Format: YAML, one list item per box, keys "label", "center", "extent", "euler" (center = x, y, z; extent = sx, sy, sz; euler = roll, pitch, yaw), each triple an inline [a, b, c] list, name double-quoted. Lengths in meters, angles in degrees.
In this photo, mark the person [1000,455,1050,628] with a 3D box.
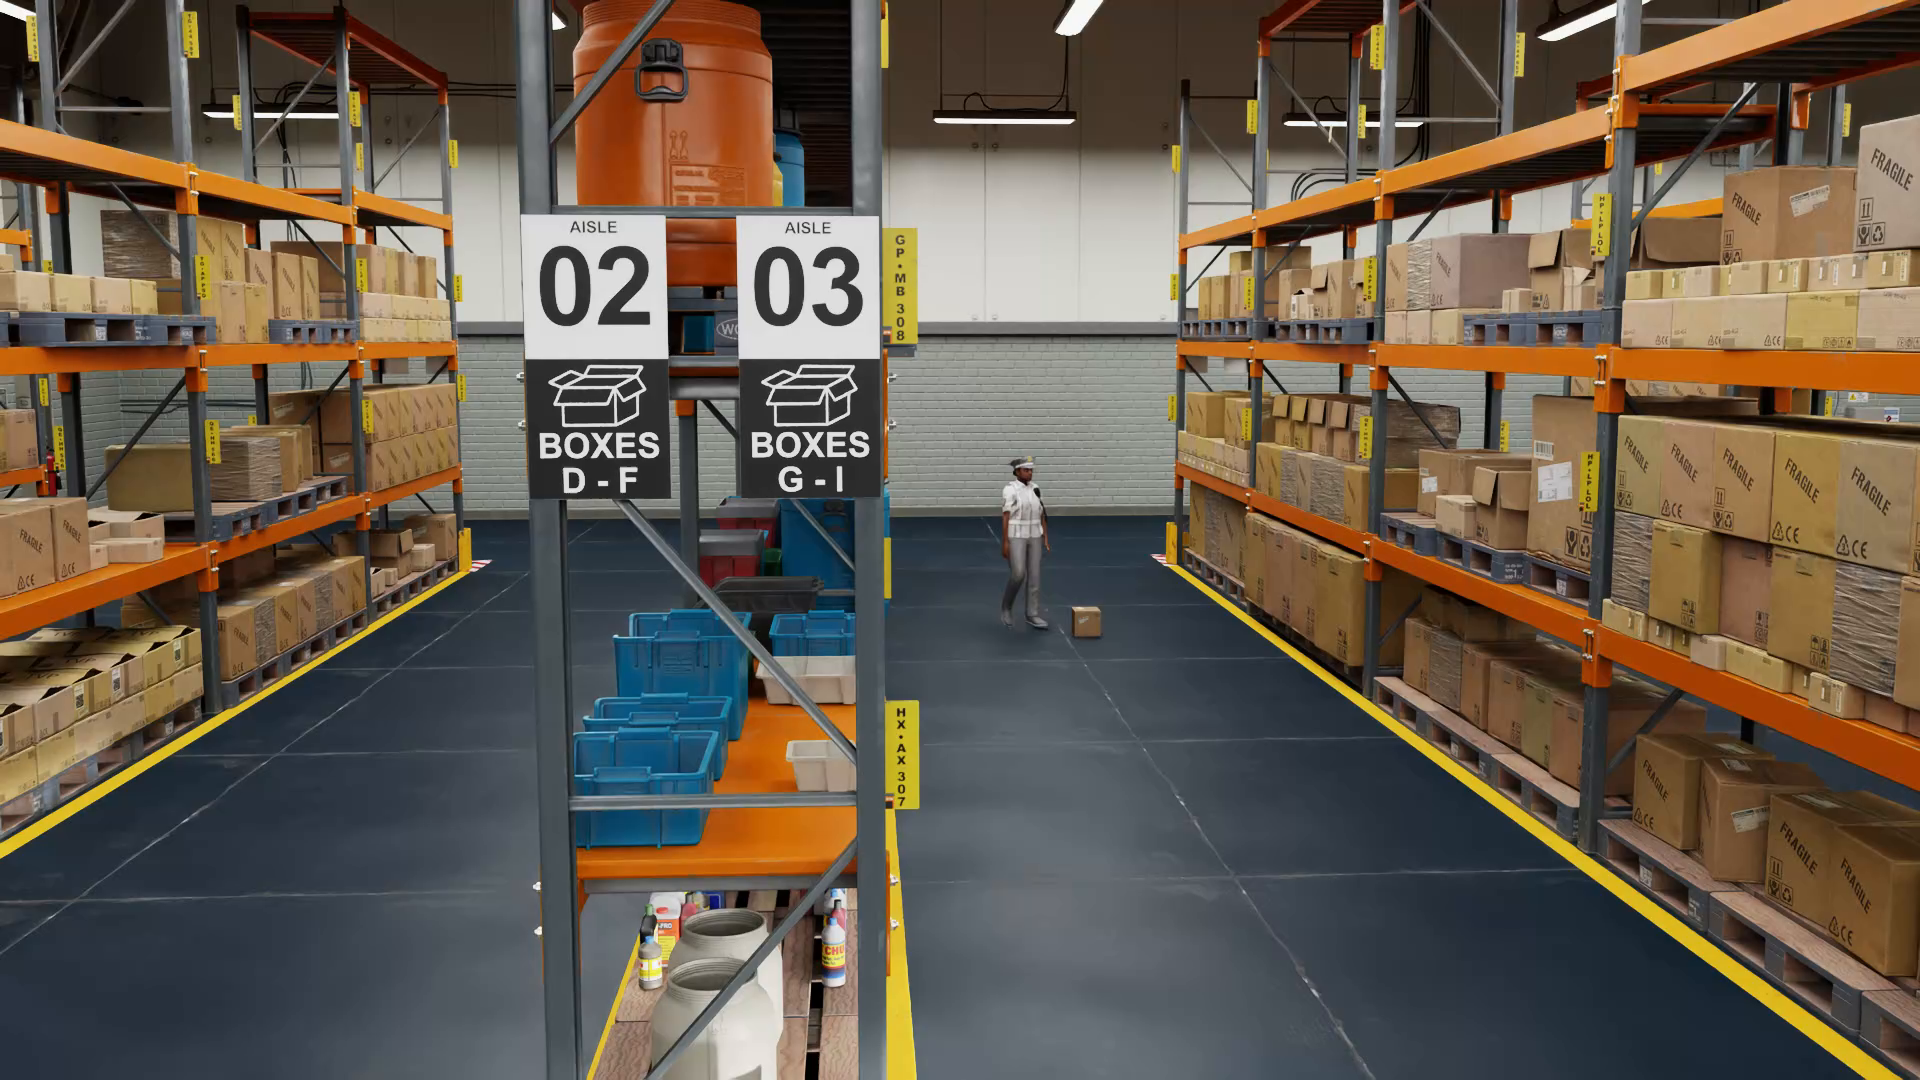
- label: "person"
  center: [0.659, 0.014, 16.391]
  extent: [0.492, 1.699, 0.447]
  euler: [-4, 8, -31]
